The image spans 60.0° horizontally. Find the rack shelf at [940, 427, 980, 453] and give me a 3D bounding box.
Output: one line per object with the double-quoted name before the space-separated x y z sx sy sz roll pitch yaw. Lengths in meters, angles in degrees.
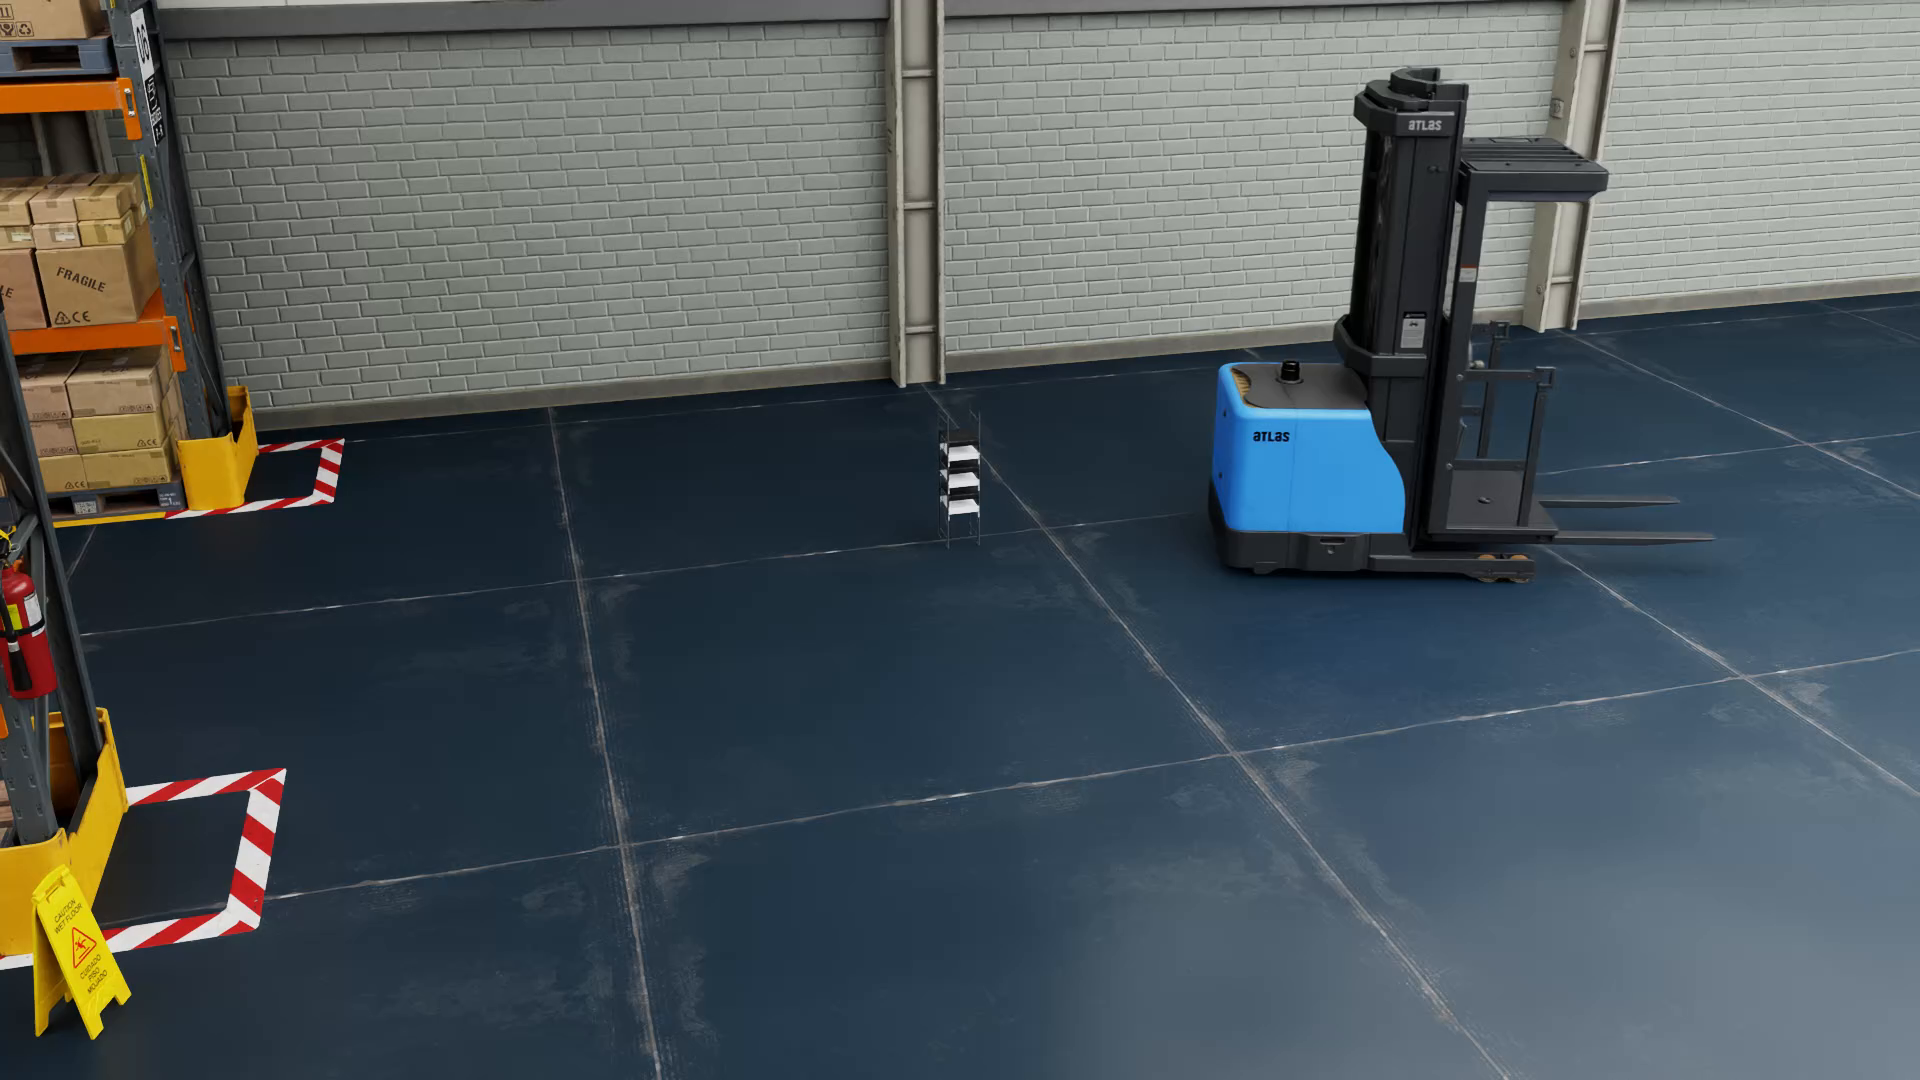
"rack shelf" -0.008 -0.630 10.477 0.200 0.077 0.258 -6 24 -14

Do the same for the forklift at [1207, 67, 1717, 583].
"forklift" 3.145 -1.300 10.062 3.031 2.935 1.130 1 23 2

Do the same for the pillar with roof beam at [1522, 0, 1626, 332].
"pillar with roof beam" 6.590 -4.472 9.761 0.400 9.000 9.100 -6 24 -14

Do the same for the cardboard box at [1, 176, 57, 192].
"cardboard box" -6.105 -2.281 10.935 0.250 0.149 0.380 -6 24 -13

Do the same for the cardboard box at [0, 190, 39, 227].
"cardboard box" -5.974 -2.090 10.490 0.250 0.149 0.380 -6 24 -13

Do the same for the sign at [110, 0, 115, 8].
"sign" -5.079 -3.345 9.915 0.005 0.325 0.100 -6 24 -14

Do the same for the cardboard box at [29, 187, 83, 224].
"cardboard box" -5.730 -2.128 10.579 0.250 0.149 0.380 -6 24 -14

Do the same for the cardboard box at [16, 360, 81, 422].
"cardboard box" -6.062 -0.968 10.889 0.500 0.250 0.500 -6 24 -13

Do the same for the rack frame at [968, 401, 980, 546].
"rack frame" 0.090 -0.424 10.596 0.006 0.900 0.240 -6 24 -14

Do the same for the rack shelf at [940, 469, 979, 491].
"rack shelf" -0.008 -0.382 10.584 0.200 0.077 0.258 -6 24 -14

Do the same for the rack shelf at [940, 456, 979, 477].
"rack shelf" -0.008 -0.465 10.548 0.200 0.077 0.258 -6 24 -14

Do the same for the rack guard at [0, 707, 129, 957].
"rack guard" -3.941 1.237 7.232 0.348 0.500 1.175 -6 24 -14

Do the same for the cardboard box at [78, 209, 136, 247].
"cardboard box" -5.471 -2.004 10.668 0.250 0.149 0.380 -6 24 -14

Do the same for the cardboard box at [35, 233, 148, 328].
"cardboard box" -5.616 -1.697 10.775 0.500 0.500 0.500 -7 24 -16

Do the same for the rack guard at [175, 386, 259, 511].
"rack guard" -5.190 -0.657 11.648 0.348 0.500 1.175 -6 24 -14

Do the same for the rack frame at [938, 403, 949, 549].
"rack frame" -0.106 -0.402 10.545 0.006 0.900 0.240 -6 24 -14

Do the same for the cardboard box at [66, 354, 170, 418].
"cardboard box" -5.572 -1.025 11.021 0.500 0.250 0.500 -5 24 -13

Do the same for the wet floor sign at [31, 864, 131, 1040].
"wet floor sign" -3.396 1.548 6.323 0.232 0.644 0.267 2 23 4

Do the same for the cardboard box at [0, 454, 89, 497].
"cardboard box" -6.061 -0.514 11.097 0.500 0.250 0.500 -6 24 -14

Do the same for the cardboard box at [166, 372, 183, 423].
"cardboard box" -5.721 -0.991 11.577 0.500 0.250 0.500 -6 24 -13

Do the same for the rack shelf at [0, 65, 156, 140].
"rack shelf" -7.138 -2.638 10.203 4.000 0.370 1.077 -6 24 -14

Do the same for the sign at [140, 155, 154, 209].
"sign" -5.079 -2.237 10.391 0.005 0.325 0.100 -6 24 -14

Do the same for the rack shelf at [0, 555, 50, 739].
"rack shelf" -5.794 0.624 6.404 4.000 0.370 1.077 -6 24 -14

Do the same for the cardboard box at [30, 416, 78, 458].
"cardboard box" -6.083 -0.743 10.998 0.500 0.250 0.500 -7 24 -15

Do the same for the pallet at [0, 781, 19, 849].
"pallet" -4.733 1.443 7.119 1.213 0.211 1.003 -6 24 -14

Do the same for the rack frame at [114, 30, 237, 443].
"rack frame" -5.213 -1.804 11.149 0.127 3.000 1.000 -6 24 -14

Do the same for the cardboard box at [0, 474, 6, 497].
"cardboard box" -6.545 -0.464 10.981 0.500 0.250 0.500 -6 24 -14

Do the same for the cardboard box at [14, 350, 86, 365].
"cardboard box" -6.207 -1.158 11.332 0.500 0.250 0.500 -6 24 -14

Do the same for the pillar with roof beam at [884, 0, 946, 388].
"pillar with roof beam" 0.813 -3.833 8.271 0.400 9.000 9.100 -6 24 -14

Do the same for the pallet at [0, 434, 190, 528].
"pallet" -5.938 -0.425 11.472 1.213 0.211 1.003 -6 24 -14

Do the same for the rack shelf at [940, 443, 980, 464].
"rack shelf" -0.008 -0.547 10.513 0.200 0.077 0.258 -6 24 -14

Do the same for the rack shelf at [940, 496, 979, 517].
"rack shelf" -0.008 -0.217 10.655 0.200 0.077 0.258 -6 24 -14

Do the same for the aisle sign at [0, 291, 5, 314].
"aisle sign" -3.892 -1.238 6.535 0.004 0.787 0.394 -6 24 -14

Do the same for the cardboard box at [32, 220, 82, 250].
"cardboard box" -5.709 -1.966 10.578 0.250 0.149 0.380 -6 24 -14

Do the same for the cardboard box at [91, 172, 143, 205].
"cardboard box" -5.594 -2.330 11.049 0.250 0.149 0.380 -7 24 -15

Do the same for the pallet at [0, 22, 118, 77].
"pallet" -5.900 -3.076 10.423 1.213 0.211 1.003 -6 24 -14

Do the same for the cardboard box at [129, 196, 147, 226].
"cardboard box" -5.609 -2.210 11.147 0.250 0.149 0.380 -7 24 -16

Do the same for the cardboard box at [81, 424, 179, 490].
"cardboard box" -5.580 -0.563 11.212 0.500 0.250 0.500 -6 24 -14

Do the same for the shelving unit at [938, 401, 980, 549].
"shelving unit" -0.008 -0.413 10.571 0.210 0.900 0.258 -6 24 -14

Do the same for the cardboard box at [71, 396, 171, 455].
"cardboard box" -5.597 -0.792 11.113 0.500 0.250 0.500 -7 24 -15

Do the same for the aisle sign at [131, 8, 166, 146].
"aisle sign" -5.070 -2.894 10.393 0.004 0.787 0.394 -6 24 -14

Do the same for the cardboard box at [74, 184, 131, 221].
"cardboard box" -5.501 -2.166 10.668 0.250 0.149 0.380 -6 24 -14

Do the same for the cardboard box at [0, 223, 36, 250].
"cardboard box" -5.975 -1.961 10.568 0.250 0.149 0.380 -6 24 -13

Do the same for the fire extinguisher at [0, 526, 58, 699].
"fire extinguisher" -3.634 0.279 6.394 0.183 0.674 0.296 -6 24 -14

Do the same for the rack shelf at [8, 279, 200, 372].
"rack shelf" -7.138 -1.260 10.795 4.000 0.370 1.077 -6 24 -14

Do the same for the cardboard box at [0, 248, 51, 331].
"cardboard box" -6.118 -1.646 10.654 0.500 0.500 0.500 -6 24 -13

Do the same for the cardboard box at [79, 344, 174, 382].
"cardboard box" -5.727 -1.213 11.460 0.500 0.250 0.500 -7 24 -15

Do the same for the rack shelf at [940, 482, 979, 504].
"rack shelf" -0.008 -0.299 10.619 0.200 0.077 0.258 -6 24 -14

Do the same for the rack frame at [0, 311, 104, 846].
"rack frame" -3.868 0.081 6.758 0.127 3.000 1.000 -6 24 -14

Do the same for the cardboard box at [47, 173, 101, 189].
"cardboard box" -5.867 -2.325 11.038 0.250 0.149 0.380 -5 24 -13

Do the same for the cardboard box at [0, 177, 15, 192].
"cardboard box" -6.347 -2.260 10.887 0.250 0.149 0.380 -6 24 -14

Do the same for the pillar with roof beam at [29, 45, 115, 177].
"pillar with roof beam" -4.964 -3.194 6.782 0.400 9.000 9.100 -6 24 -14

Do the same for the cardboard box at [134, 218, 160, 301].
"cardboard box" -5.765 -1.902 11.252 0.500 0.500 0.500 -6 24 -13

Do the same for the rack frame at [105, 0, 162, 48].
"rack frame" -5.213 -4.560 9.966 0.127 3.000 1.000 -6 24 -14

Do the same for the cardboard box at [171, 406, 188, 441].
"cardboard box" -5.738 -0.755 11.660 0.500 0.250 0.500 -6 24 -14

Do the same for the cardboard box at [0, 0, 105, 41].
"cardboard box" -5.573 -3.327 10.110 0.500 0.500 0.500 -6 24 -13
